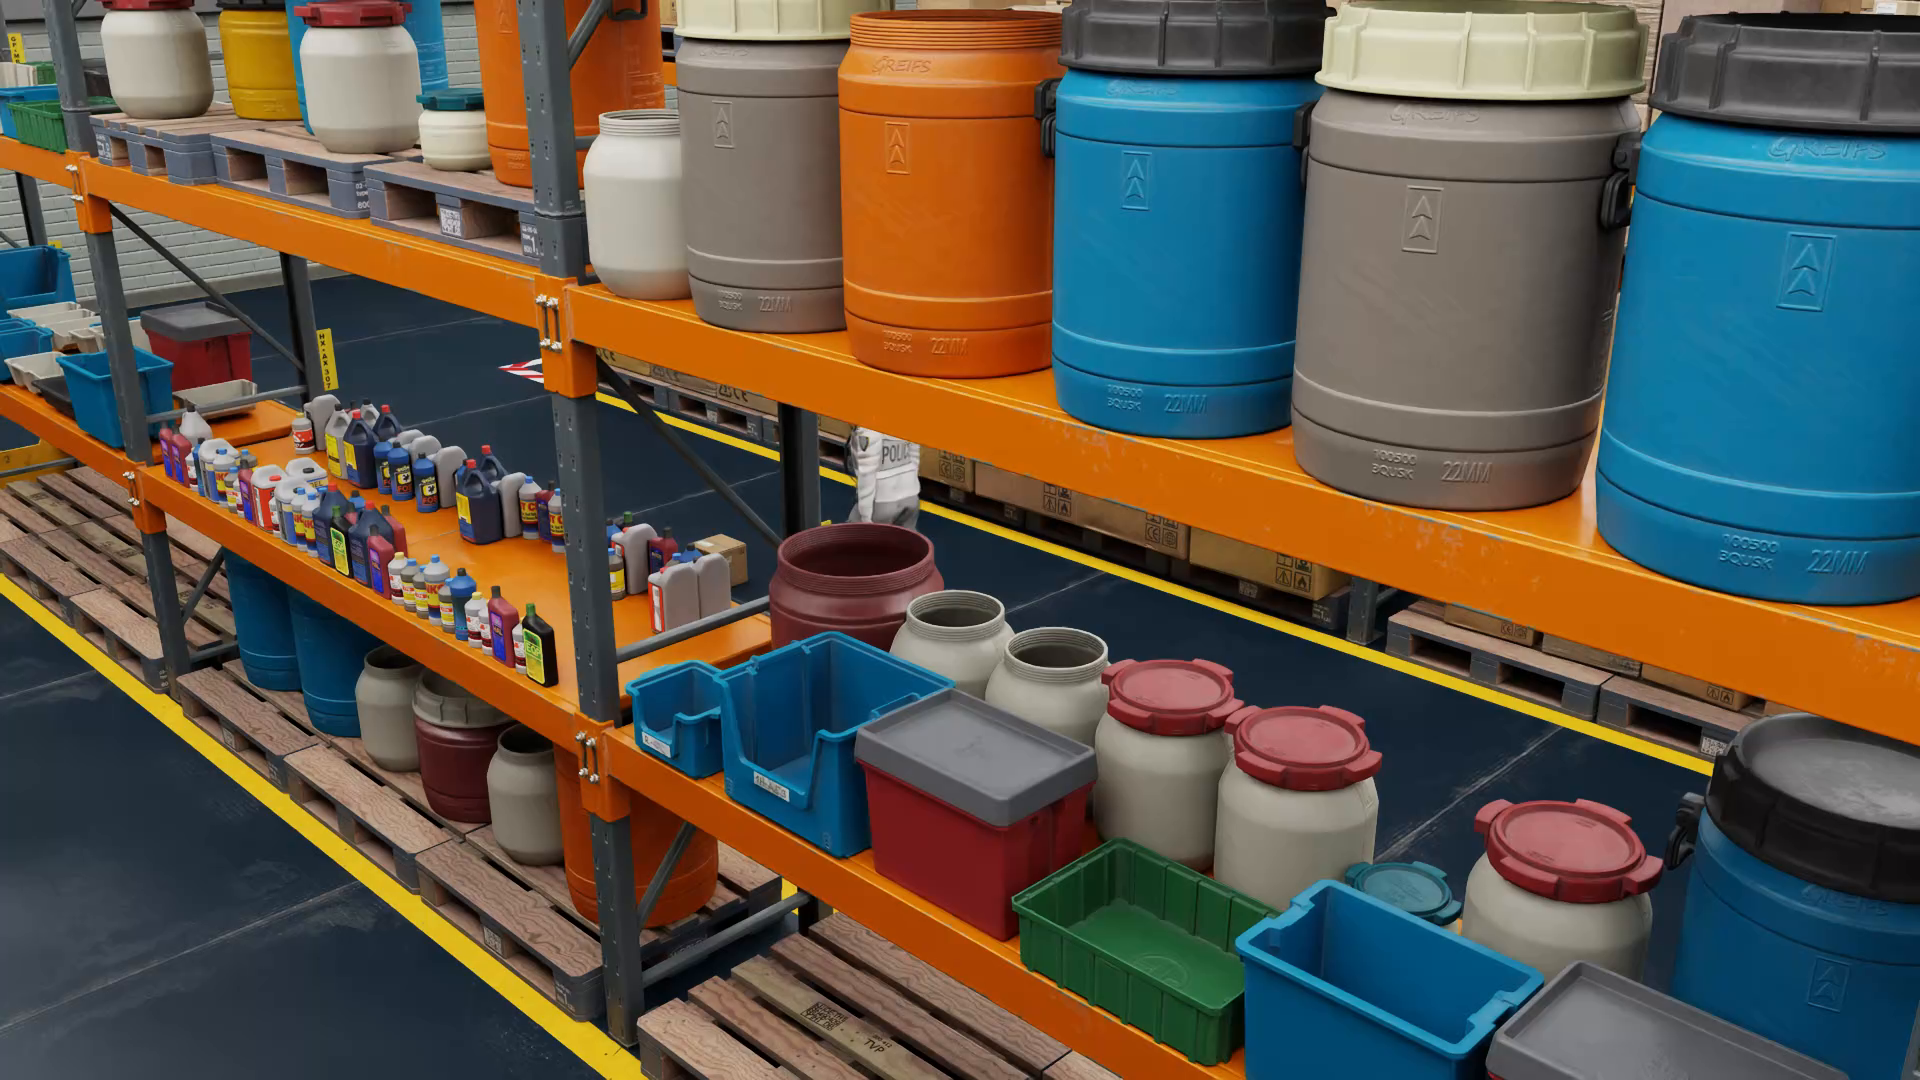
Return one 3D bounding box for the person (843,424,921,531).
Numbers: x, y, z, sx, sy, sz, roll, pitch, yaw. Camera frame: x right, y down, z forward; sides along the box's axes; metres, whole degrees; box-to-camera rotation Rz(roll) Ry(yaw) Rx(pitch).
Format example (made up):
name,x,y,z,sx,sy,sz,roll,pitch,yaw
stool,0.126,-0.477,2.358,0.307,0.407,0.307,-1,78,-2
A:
name,x,y,z,sx,sy,sz,roll,pitch,yaw
person,-0.398,-0.194,9.003,0.418,1.675,0.515,18,27,39
